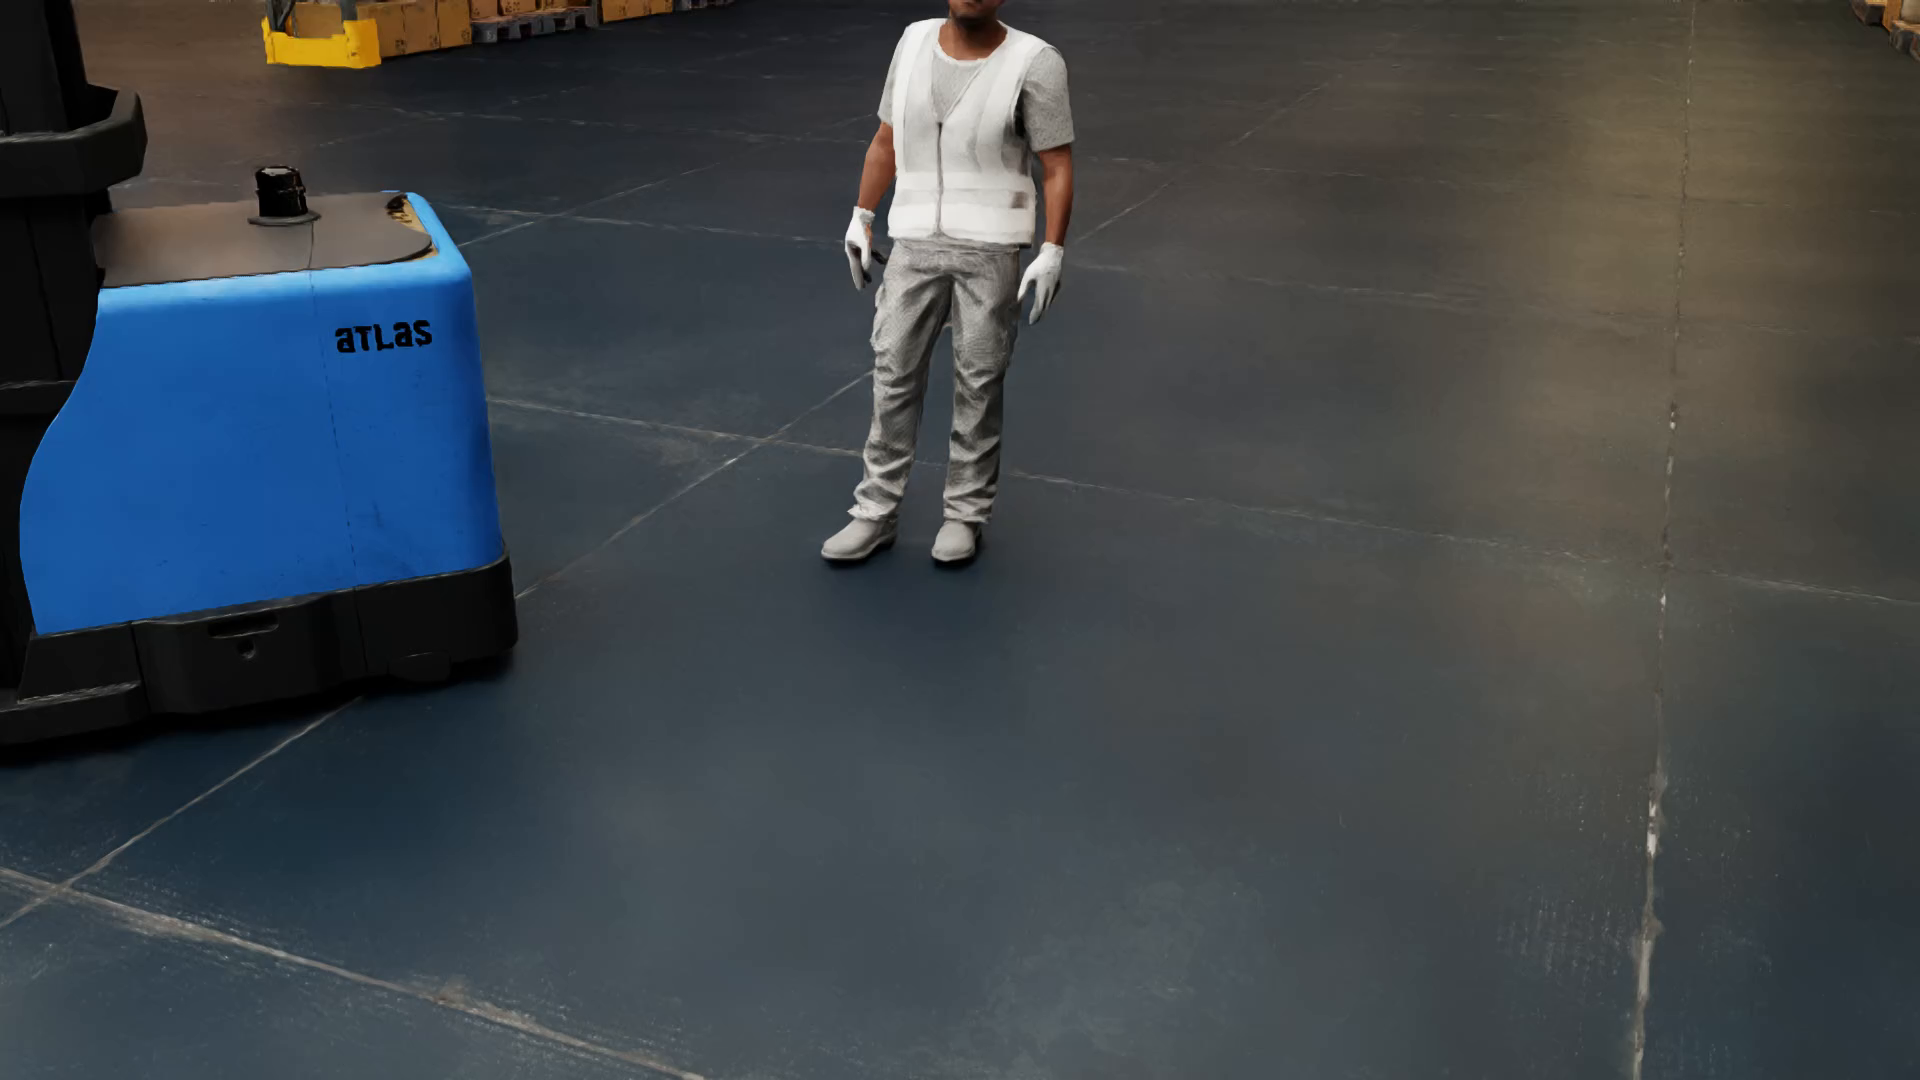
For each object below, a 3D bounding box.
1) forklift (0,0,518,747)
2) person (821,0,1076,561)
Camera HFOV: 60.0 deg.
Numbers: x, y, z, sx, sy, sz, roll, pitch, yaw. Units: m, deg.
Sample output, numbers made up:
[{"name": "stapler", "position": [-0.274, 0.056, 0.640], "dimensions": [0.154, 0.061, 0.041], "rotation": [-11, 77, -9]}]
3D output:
[{"name": "forklift", "position": [-2.707, -0.963, 3.597], "dimensions": [3.031, 2.935, 1.130], "rotation": [-9, 24, -21]}, {"name": "person", "position": [-0.035, -0.805, 4.688], "dimensions": [0.655, 1.782, 0.576], "rotation": [9, 24, 21]}]
